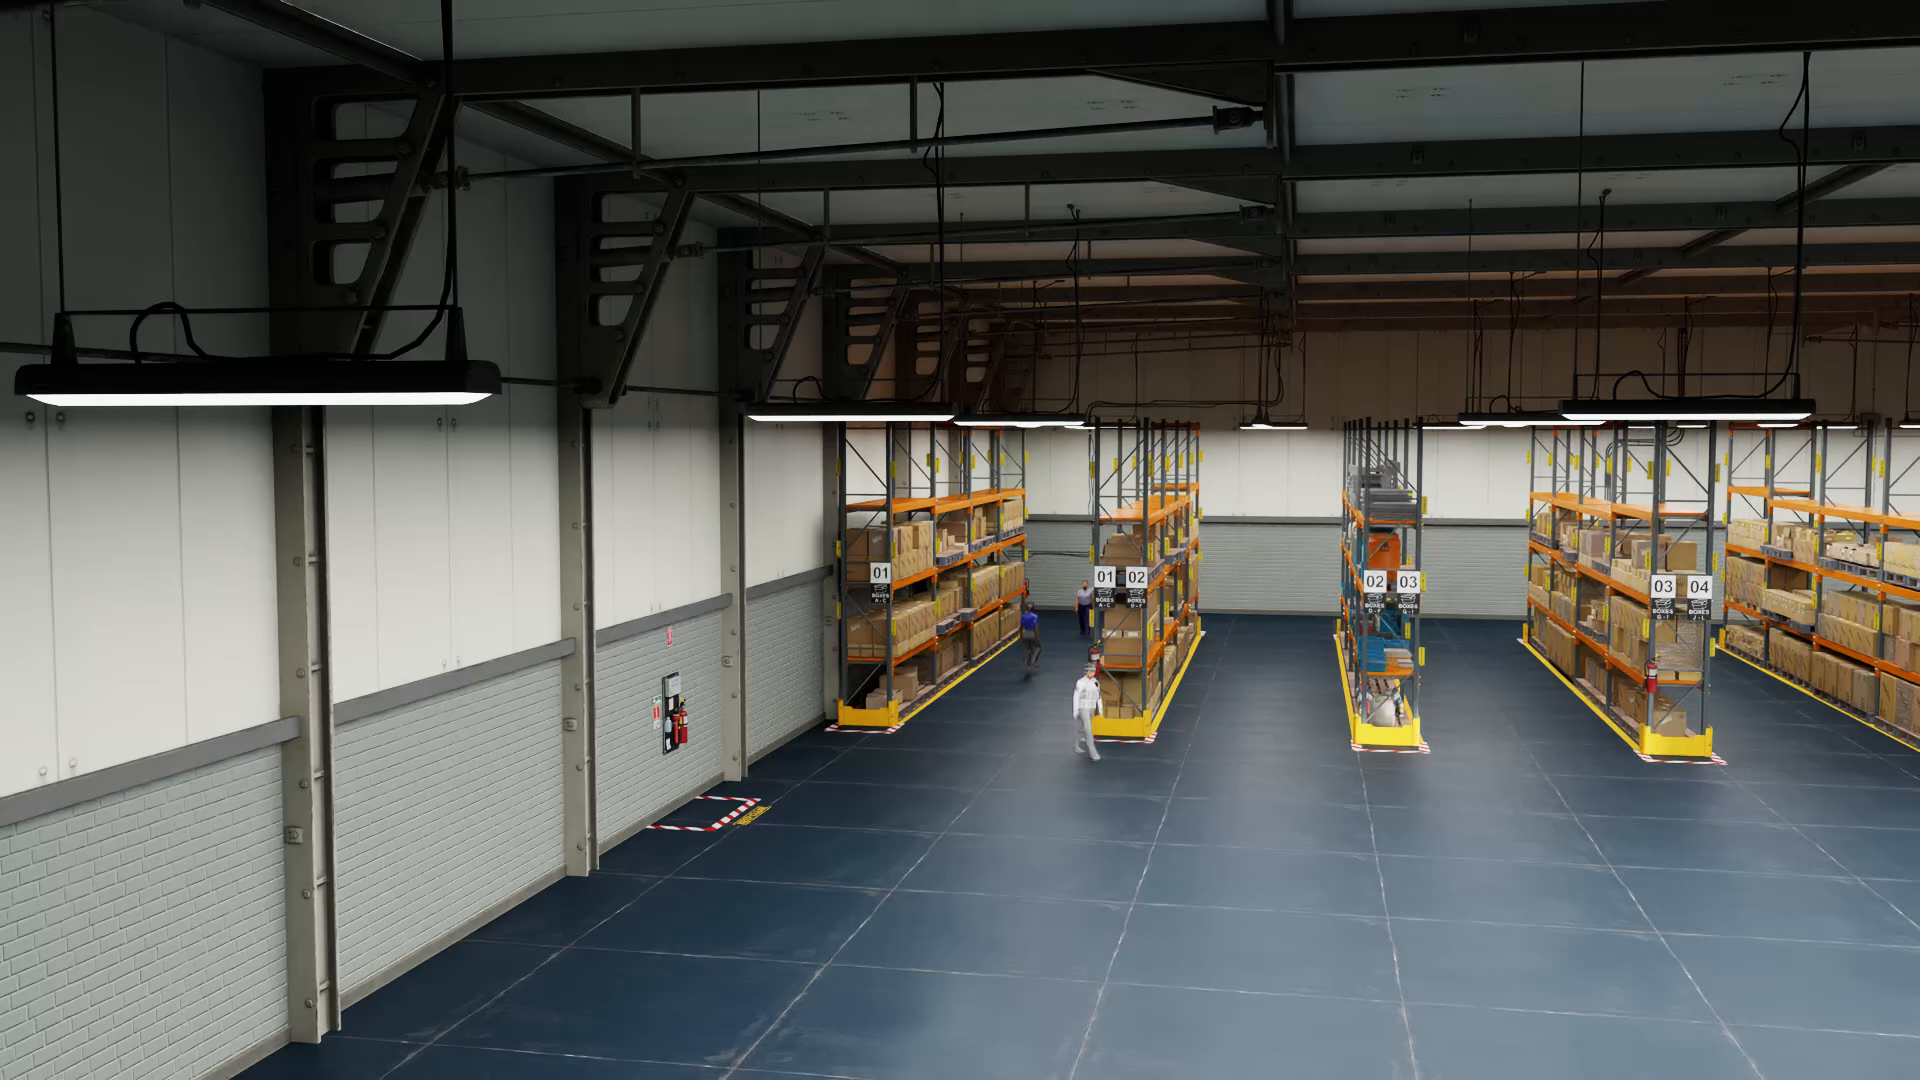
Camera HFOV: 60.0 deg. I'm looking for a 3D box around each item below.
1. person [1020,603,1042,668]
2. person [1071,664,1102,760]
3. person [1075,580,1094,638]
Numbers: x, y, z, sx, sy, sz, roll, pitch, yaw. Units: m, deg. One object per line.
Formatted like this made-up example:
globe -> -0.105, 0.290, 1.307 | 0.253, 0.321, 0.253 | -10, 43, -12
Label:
person -> 1.630, 2.234, 38.906 | 0.486, 1.527, 0.600 | 2, 4, 24
person -> 2.269, 2.982, 29.292 | 0.516, 1.625, 0.905 | -4, 5, -44
person -> 3.492, 1.905, 46.319 | 0.509, 1.587, 1.043 | 1, 4, 12
